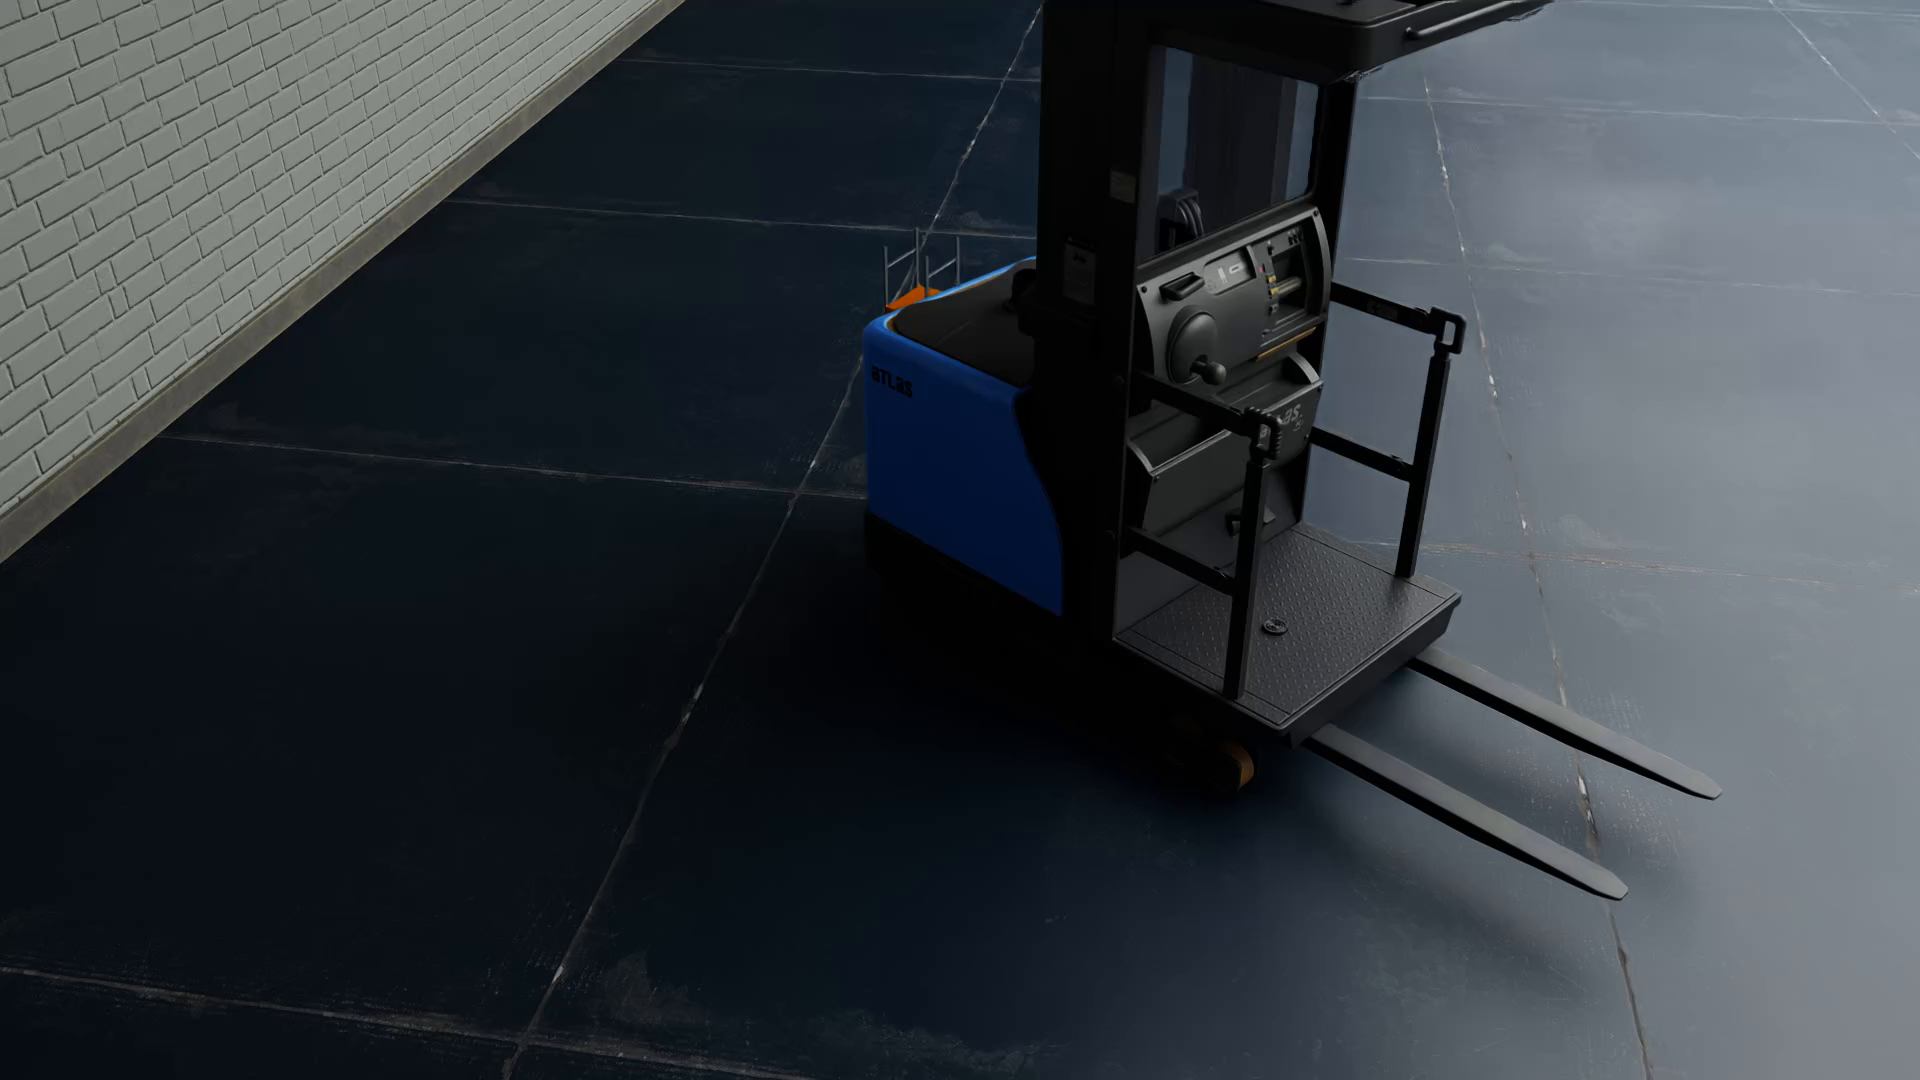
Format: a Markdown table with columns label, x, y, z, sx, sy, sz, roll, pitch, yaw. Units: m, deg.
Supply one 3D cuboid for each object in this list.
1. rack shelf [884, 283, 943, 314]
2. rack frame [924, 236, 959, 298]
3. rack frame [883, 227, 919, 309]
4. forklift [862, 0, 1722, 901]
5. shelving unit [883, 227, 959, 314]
| label | x | y | z | sx | sy | sz | roll | pitch | yaw |
| --- | --- | --- | --- | --- | --- | --- | --- | --- | --- |
| rack shelf | -0.146 | -0.880 | 6.403 | 0.180 | 0.103 | 0.258 | 18 | 36 | 26 |
| rack frame | -0.067 | -0.588 | 6.531 | 0.006 | 1.200 | 0.240 | 18 | 36 | 26 |
| rack frame | -0.224 | -0.637 | 6.610 | 0.006 | 1.200 | 0.240 | 18 | 36 | 26 |
| forklift | 1.028 | -0.733 | 5.132 | 1.130 | 2.935 | 3.031 | -28 | 41 | -37 |
| shelving unit | -0.145 | -0.612 | 6.570 | 0.189 | 1.200 | 0.258 | 18 | 36 | 26 |
